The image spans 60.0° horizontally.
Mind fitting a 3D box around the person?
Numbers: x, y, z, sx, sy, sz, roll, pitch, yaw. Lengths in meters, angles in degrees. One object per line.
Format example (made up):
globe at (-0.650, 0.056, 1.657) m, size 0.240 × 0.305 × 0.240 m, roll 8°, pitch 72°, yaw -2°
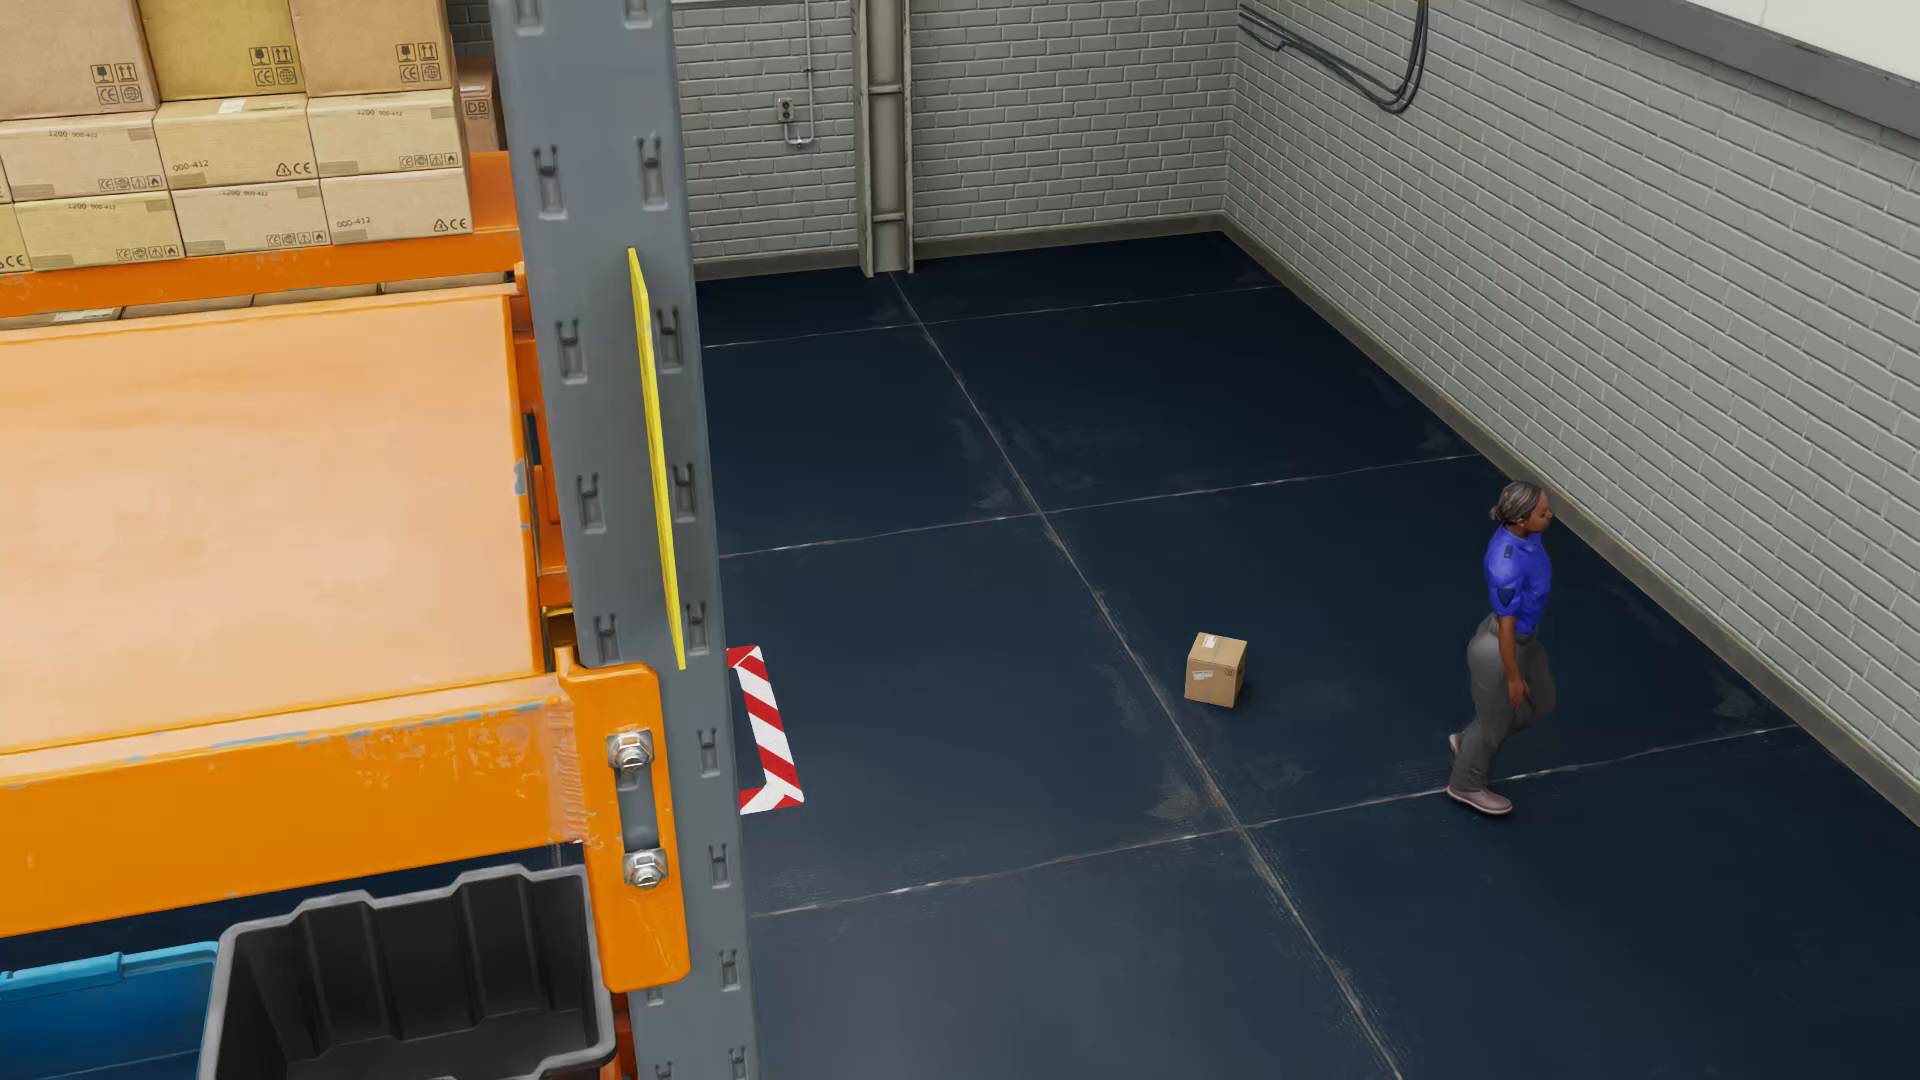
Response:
person at (2.420, 0.495, 7.266) m, size 0.430 × 1.664 × 0.452 m, roll 14°, pitch 33°, yaw 23°
